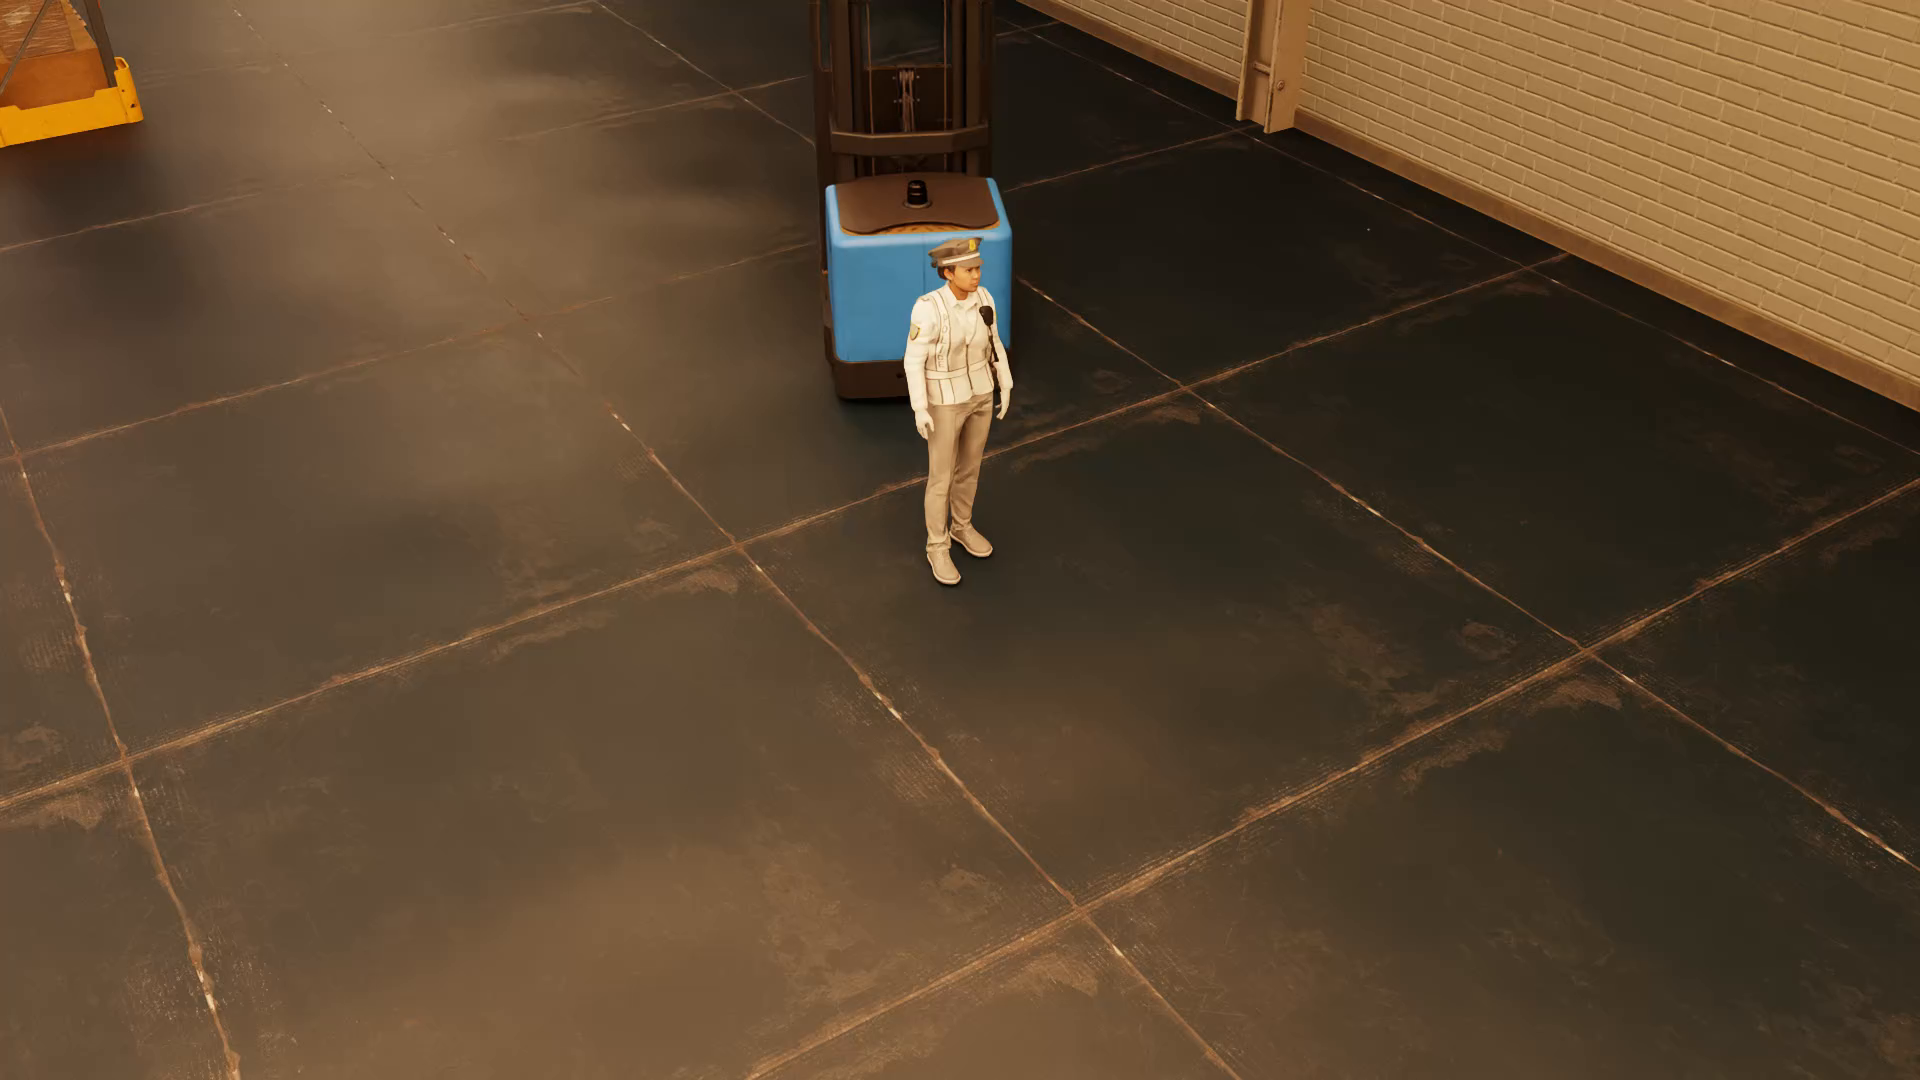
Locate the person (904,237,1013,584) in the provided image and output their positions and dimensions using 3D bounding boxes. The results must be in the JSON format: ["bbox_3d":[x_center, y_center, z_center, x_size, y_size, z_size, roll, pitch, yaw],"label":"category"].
[{"bbox_3d":[0.031,-0.665,8.157,0.587,1.696,0.534,-21,40,-27],"label":"person"}]

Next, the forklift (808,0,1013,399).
[{"bbox_3d":[-0.372,-2.859,10.217,1.130,2.935,3.031,-4,35,-5],"label":"forklift"}]
